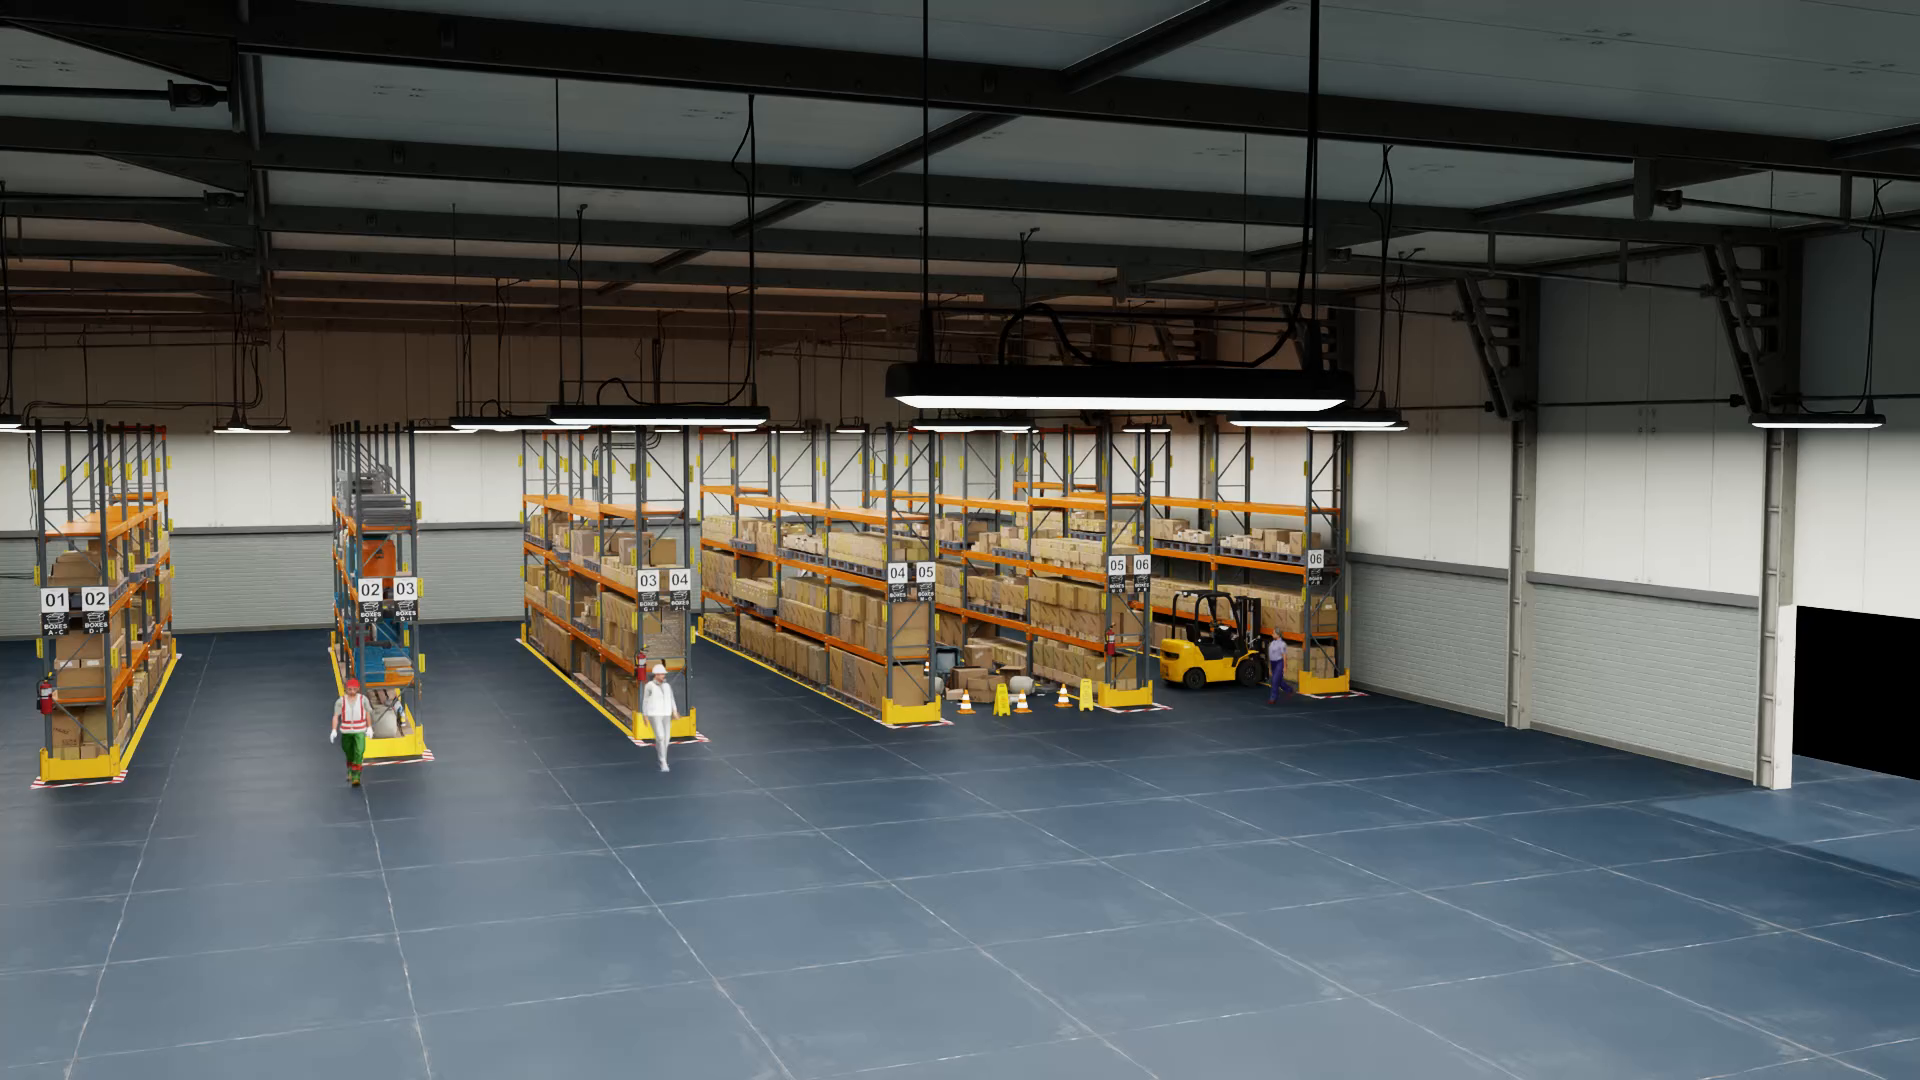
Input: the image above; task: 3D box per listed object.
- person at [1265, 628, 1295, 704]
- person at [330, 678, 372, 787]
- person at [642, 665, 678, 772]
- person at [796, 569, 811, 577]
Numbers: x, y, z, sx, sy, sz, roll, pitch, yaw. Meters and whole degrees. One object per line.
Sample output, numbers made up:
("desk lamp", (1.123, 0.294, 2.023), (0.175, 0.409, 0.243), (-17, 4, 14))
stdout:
("person", (6.855, 2.689, 35.591), (0.917, 1.593, 0.501), (-2, 4, -29))
("person", (-9.940, 3.136, 27.132), (0.629, 1.740, 0.976), (-1, 4, -15))
("person", (-5.097, 3.060, 28.676), (0.561, 1.785, 0.676), (-3, 5, -43))
("person", (-5.090, 1.498, 53.512), (0.576, 1.754, 0.929), (3, 5, 44))
